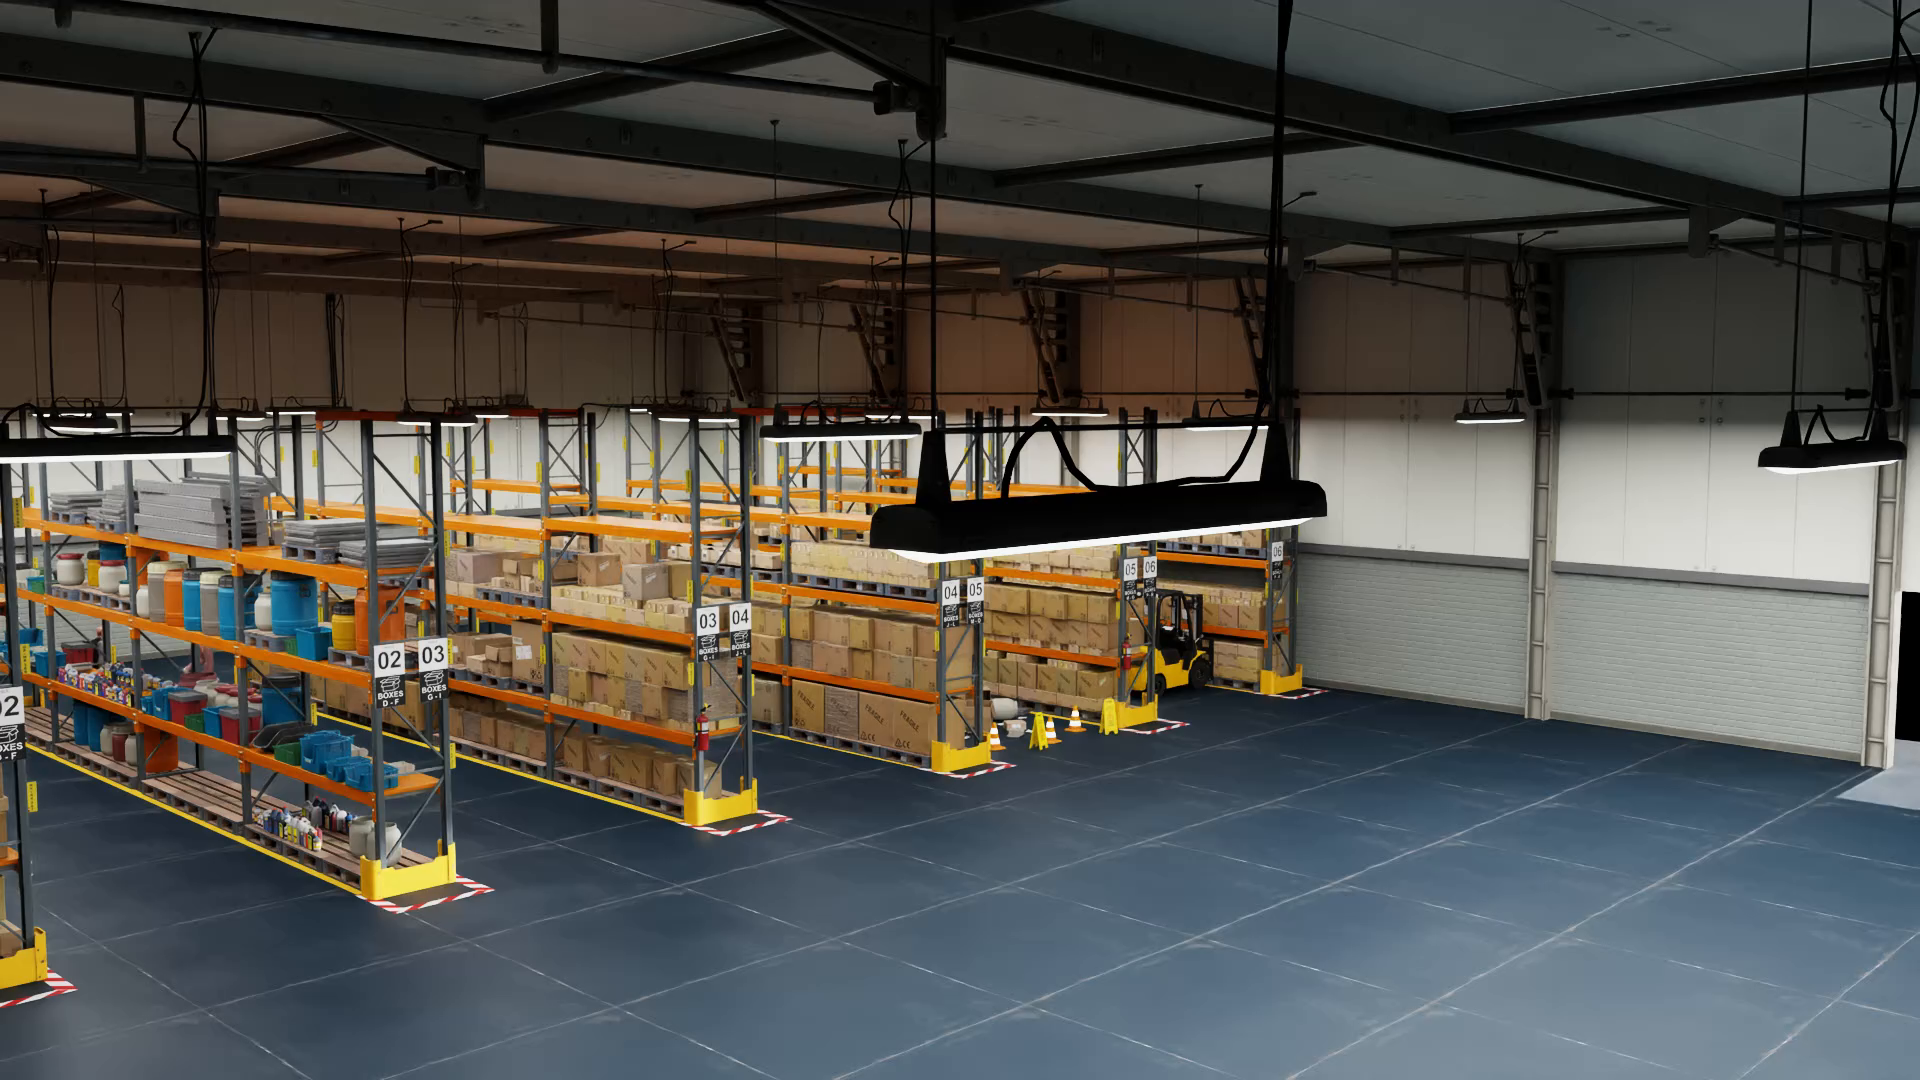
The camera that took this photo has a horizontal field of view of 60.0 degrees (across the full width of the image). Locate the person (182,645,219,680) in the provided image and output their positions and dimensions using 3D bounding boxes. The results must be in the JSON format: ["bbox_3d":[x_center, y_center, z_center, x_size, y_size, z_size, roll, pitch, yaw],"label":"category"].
[{"bbox_3d":[-16.546,2.288,36.182,0.432,1.654,0.709,4,7,41],"label":"person"}]

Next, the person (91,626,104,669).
[{"bbox_3d":[-17.021,2.583,32.890,0.516,1.750,0.657,1,5,15],"label":"person"}]
